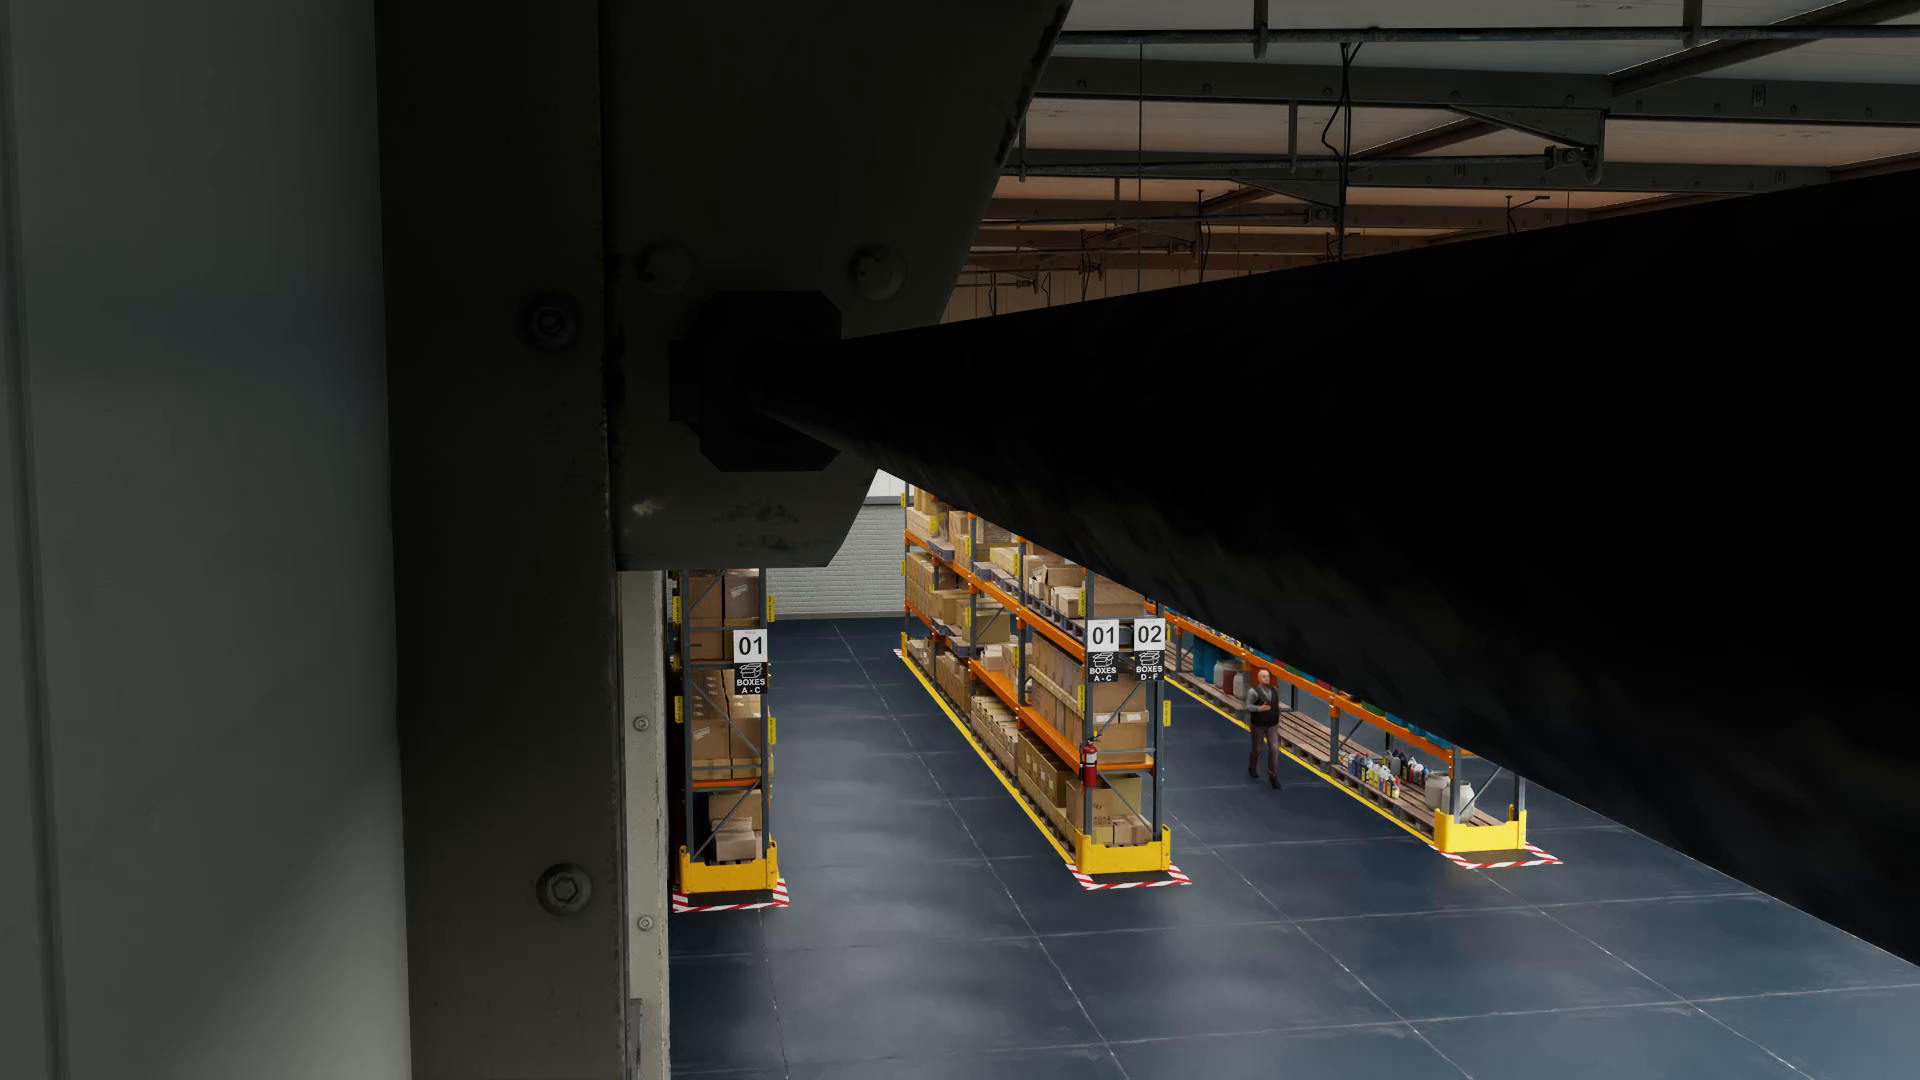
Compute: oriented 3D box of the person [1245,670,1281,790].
[{"bbox_3d":[4.611,2.843,25.247,0.647,1.760,0.837,-1,6,-12],"label":"person"}]
